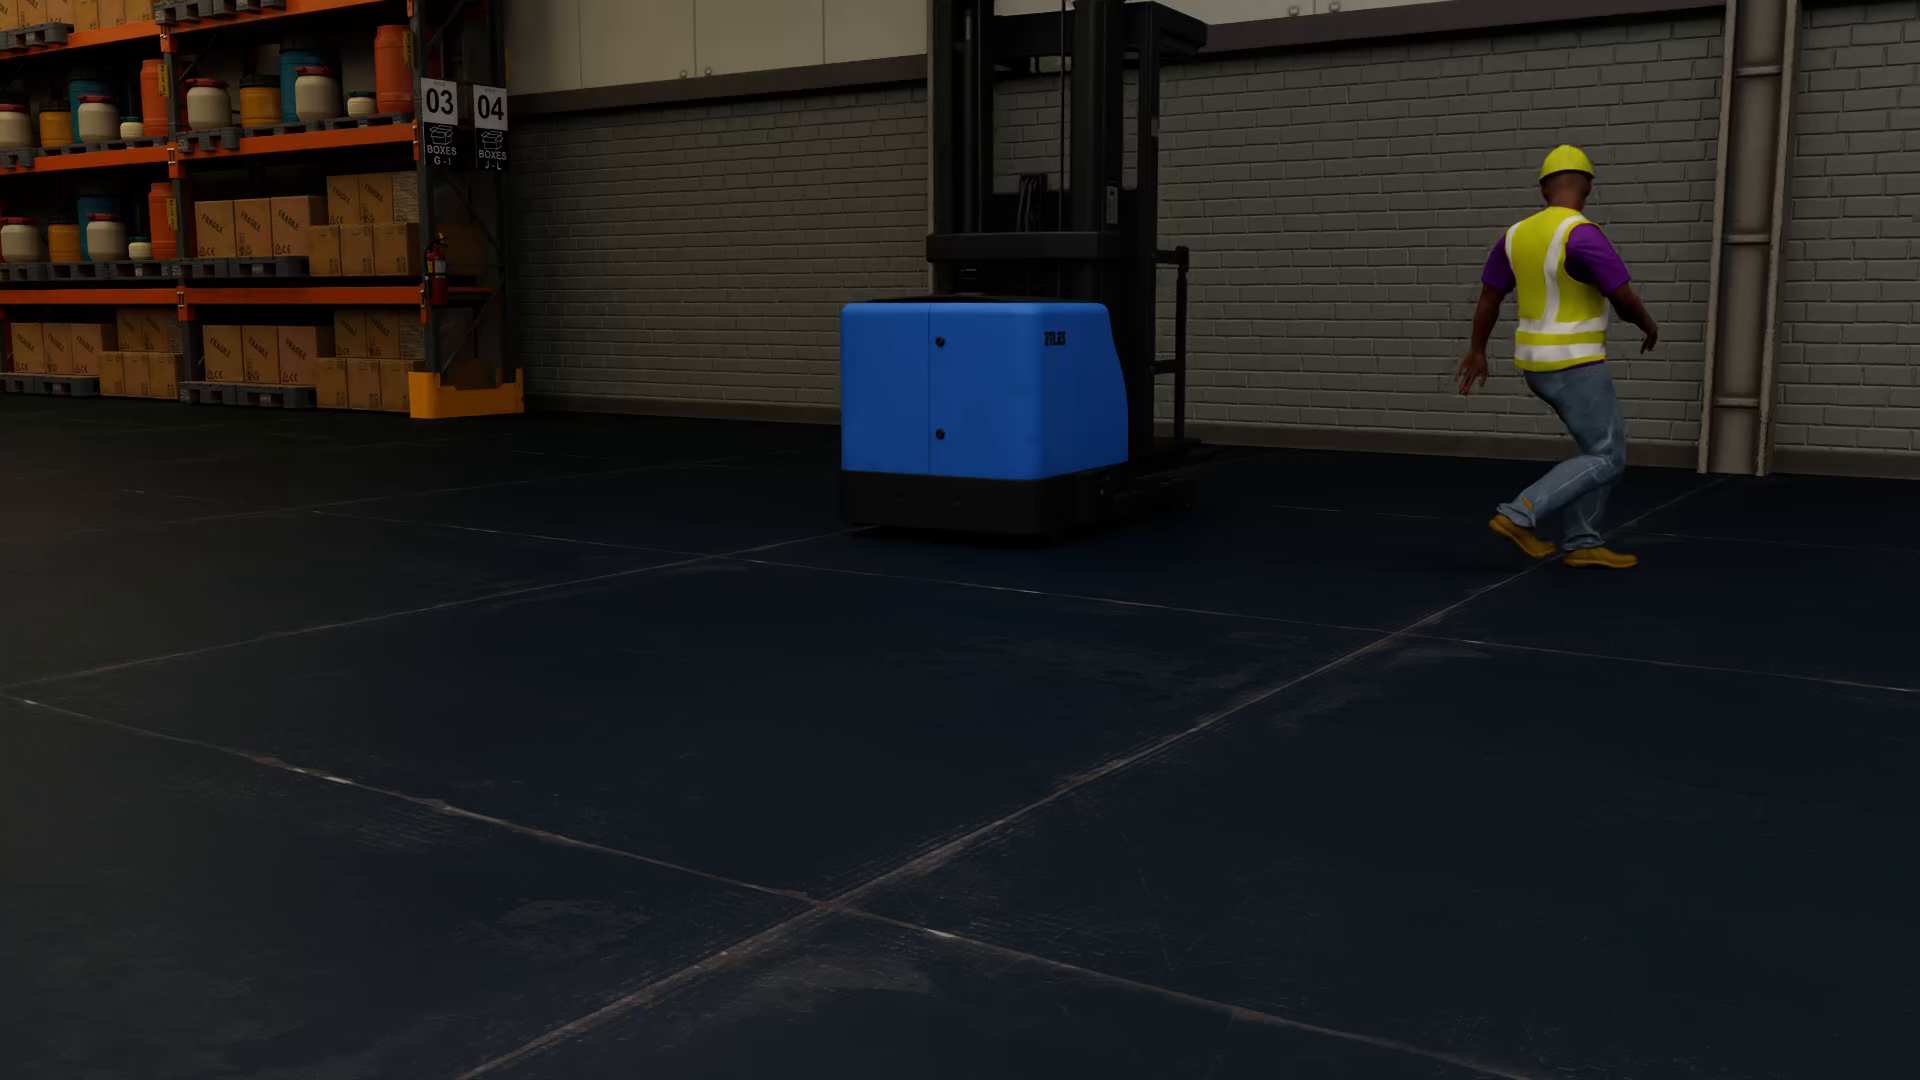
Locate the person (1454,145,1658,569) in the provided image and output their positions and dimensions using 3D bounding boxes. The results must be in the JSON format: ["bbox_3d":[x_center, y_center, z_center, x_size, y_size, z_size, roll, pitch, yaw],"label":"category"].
[{"bbox_3d":[2.436,-0.727,6.717,0.708,1.701,0.694,0,8,1],"label":"person"}]

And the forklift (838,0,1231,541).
[{"bbox_3d":[0.587,-1.616,8.560,1.130,2.935,3.031,4,9,28],"label":"forklift"}]
